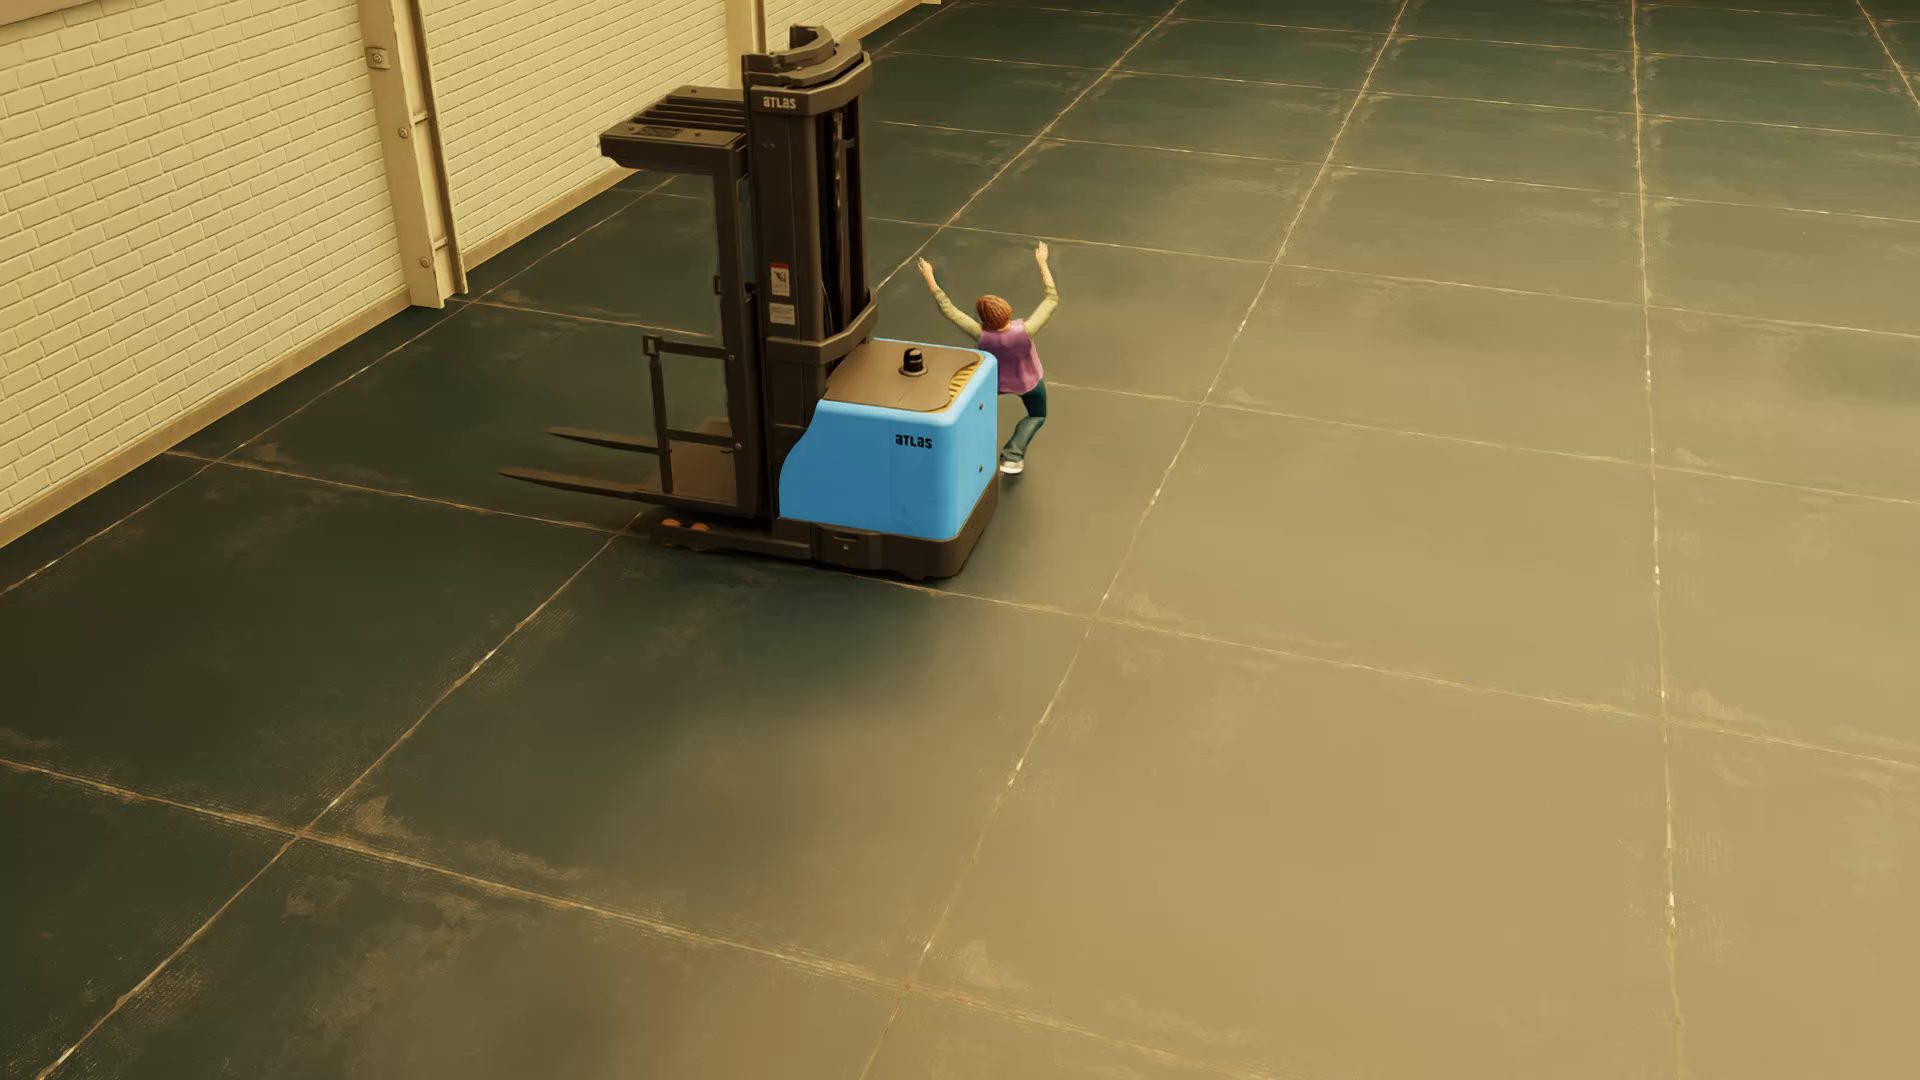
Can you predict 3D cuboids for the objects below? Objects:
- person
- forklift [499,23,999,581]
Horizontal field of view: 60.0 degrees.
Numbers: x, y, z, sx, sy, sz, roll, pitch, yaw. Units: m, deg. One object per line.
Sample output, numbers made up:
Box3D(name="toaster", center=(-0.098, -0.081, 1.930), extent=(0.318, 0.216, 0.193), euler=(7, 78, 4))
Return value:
Box3D(name="person", center=(0.172, -1.125, 10.561), extent=(0.884, 1.494, 0.701), euler=(6, 30, 11))
Box3D(name="forklift", center=(-1.338, -1.445, 9.672), extent=(3.031, 2.935, 1.130), euler=(8, 31, 14))
